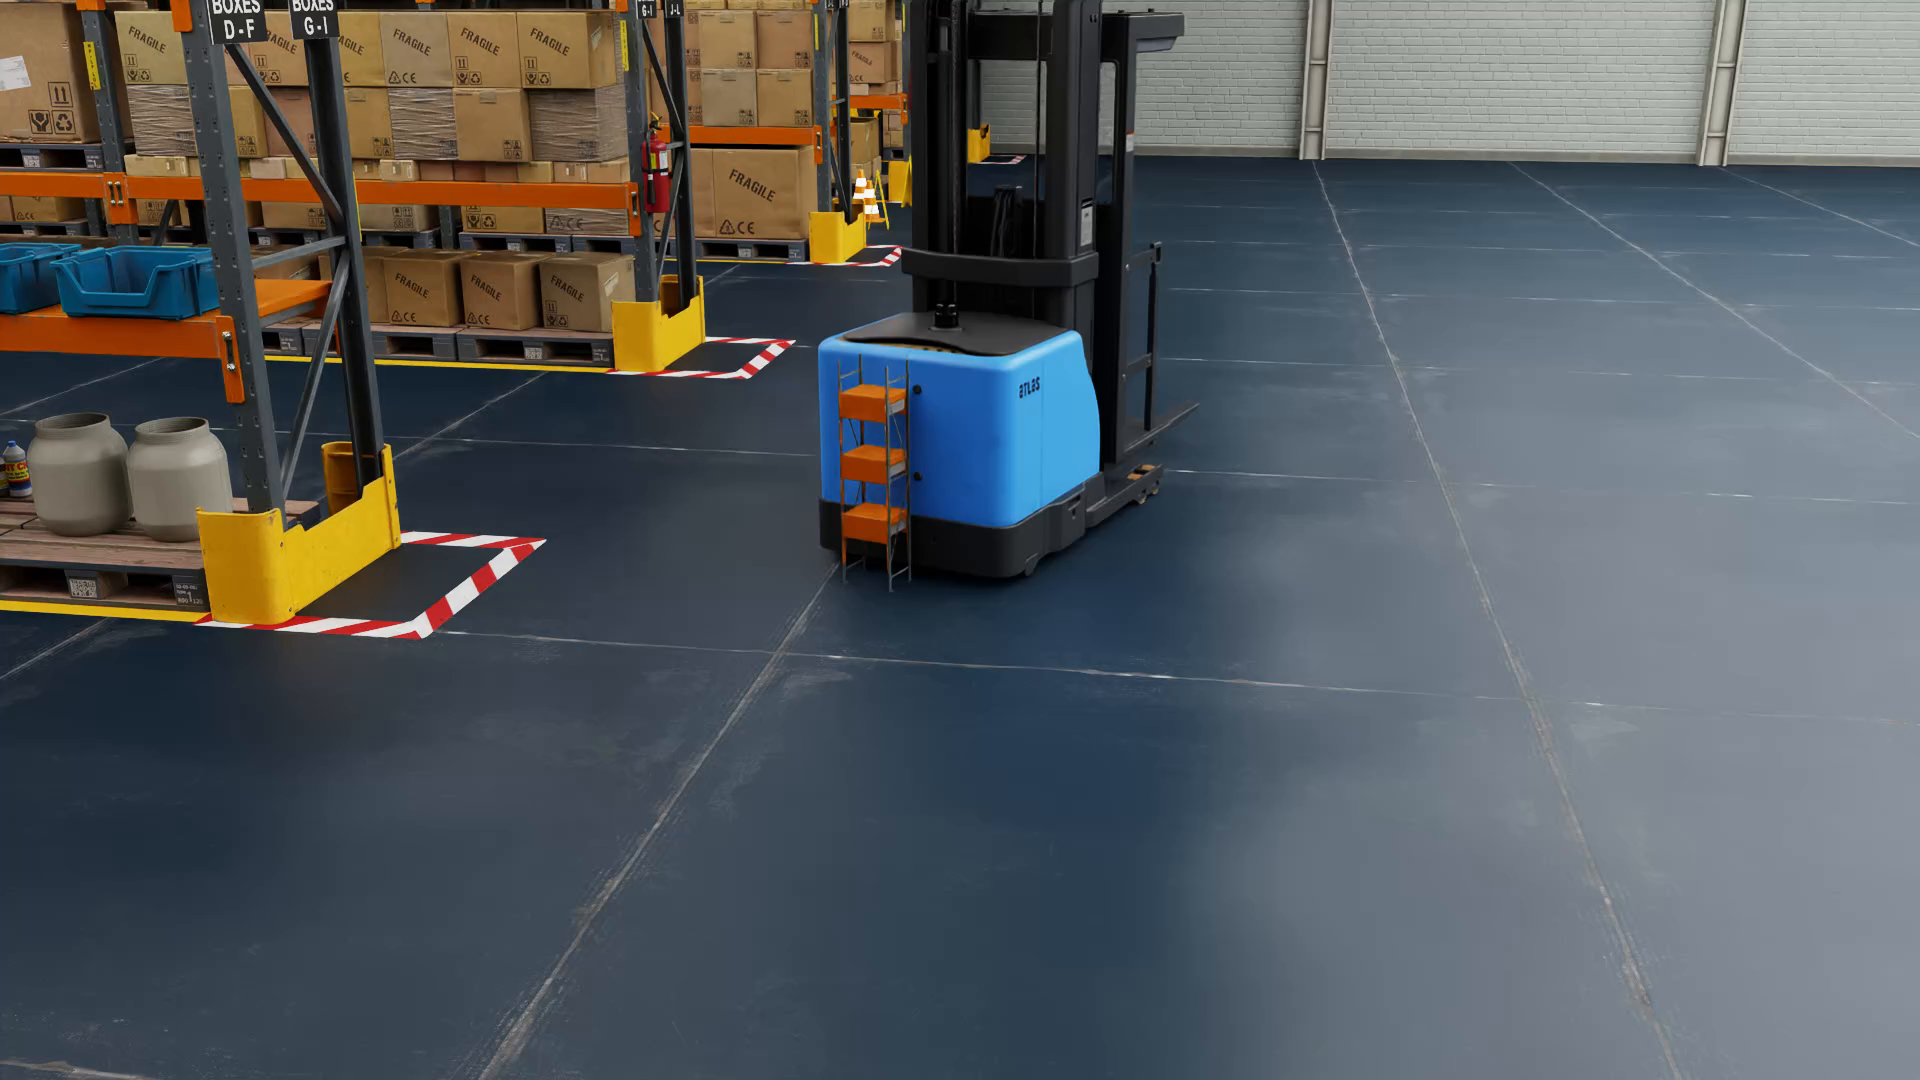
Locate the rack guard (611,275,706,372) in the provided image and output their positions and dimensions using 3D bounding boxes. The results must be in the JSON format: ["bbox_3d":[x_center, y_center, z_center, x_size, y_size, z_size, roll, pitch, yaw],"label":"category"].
[{"bbox_3d":[-2.229,-1.623,12.366,0.348,0.500,1.175,3,19,9],"label":"rack guard"}]

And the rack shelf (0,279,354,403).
[{"bbox_3d":[-4.914,-1.013,7.736,4.000,0.370,1.077,3,19,9],"label":"rack shelf"}]

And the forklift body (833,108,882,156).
[{"bbox_3d":[-1.960,-6.586,24.597,1.214,2.155,2.313,3,19,9],"label":"forklift body"}]

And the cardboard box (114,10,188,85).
[{"bbox_3d":[-5.699,-3.566,12.033,0.500,0.500,0.500,3,19,9],"label":"cardboard box"}]

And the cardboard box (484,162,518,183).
[{"bbox_3d":[-3.214,-2.662,11.927,0.250,0.149,0.380,3,19,9],"label":"cardboard box"}]

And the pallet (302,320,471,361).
[{"bbox_3d":[-4.226,-1.600,12.753,1.213,0.211,1.003,3,19,9],"label":"pallet"}]

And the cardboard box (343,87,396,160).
[{"bbox_3d":[-4.184,-3.085,12.168,0.500,0.500,0.875,3,19,9],"label":"cardboard box"}]

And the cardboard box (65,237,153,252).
[{"bbox_3d":[-6.706,-2.067,12.999,0.500,0.500,0.700,1,19,4],"label":"cardboard box"}]

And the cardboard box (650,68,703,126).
[{"bbox_3d":[-2.720,-4.518,16.841,0.550,0.550,0.875,3,19,9],"label":"cardboard box"}]

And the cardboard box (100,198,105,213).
[{"bbox_3d":[-9.824,-3.885,18.466,0.500,0.500,0.500,2,19,6],"label":"cardboard box"}]

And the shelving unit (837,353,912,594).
[{"bbox_3d":[-0.384,-0.299,7.542,0.252,1.050,0.215,9,21,26],"label":"shelving unit"}]

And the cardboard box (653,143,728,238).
[{"bbox_3d":[-2.816,-3.602,17.028,0.875,0.875,0.875,3,19,8],"label":"cardboard box"}]

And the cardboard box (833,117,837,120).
[{"bbox_3d":[-1.875,-5.313,21.946,0.500,0.500,0.500,2,19,7],"label":"cardboard box"}]

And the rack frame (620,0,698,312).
[{"bbox_3d":[-2.154,-2.805,11.958,0.127,3.000,1.000,3,19,9],"label":"rack frame"}]

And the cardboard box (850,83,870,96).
[{"bbox_3d":[-1.253,-5.720,21.067,0.250,0.149,0.380,3,19,8],"label":"cardboard box"}]

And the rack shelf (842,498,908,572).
[{"bbox_3d":[-0.384,-0.026,7.634,0.240,0.259,0.215,9,21,26],"label":"rack shelf"}]

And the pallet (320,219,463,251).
[{"bbox_3d":[-5.990,-3.248,17.677,1.213,0.211,1.003,3,19,9],"label":"pallet"}]

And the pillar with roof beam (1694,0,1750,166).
[{"bbox_3d":[10.822,-8.674,20.046,0.400,9.000,9.100,3,19,9],"label":"pillar with roof beam"}]

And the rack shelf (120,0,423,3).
[{"bbox_3d":[-7.191,-5.737,17.128,4.000,0.370,1.077,3,19,9],"label":"rack shelf"}]

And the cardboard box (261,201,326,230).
[{"bbox_3d":[-6.796,-3.740,17.637,0.750,0.750,1.050,3,19,9],"label":"cardboard box"}]

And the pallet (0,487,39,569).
[{"bbox_3d":[-5.024,-0.024,8.044,1.213,0.211,1.003,3,19,9],"label":"pallet"}]

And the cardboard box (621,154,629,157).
[{"bbox_3d":[-2.397,-2.775,12.264,0.250,0.149,0.380,3,19,9],"label":"cardboard box"}]

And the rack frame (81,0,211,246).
[{"bbox_3d":[-6.103,-3.006,12.560,0.127,3.000,1.000,3,19,9],"label":"rack frame"}]

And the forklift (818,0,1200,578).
[{"bbox_3d":[0.456,-1.638,8.580,1.130,2.935,3.031,9,21,26],"label":"forklift"}]

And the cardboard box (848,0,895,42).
[{"bbox_3d":[-1.121,-6.529,20.888,0.500,0.500,0.700,2,19,7],"label":"cardboard box"}]

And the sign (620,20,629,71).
[{"bbox_3d":[-2.262,-3.331,11.208,0.005,0.325,0.100,3,19,9],"label":"sign"}]

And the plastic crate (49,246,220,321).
[{"bbox_3d":[-3.481,-1.114,7.140,0.616,0.251,0.499,3,19,9],"label":"plastic crate"}]

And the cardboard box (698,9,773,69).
[{"bbox_3d":[-2.185,-4.966,16.481,0.550,0.550,0.875,3,19,9],"label":"cardboard box"}]

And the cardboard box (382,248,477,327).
[{"bbox_3d":[-3.978,-1.912,12.568,0.500,0.500,0.500,5,19,14],"label":"cardboard box"}]

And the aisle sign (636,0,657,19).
[{"bbox_3d":[-2.140,-3.940,11.256,0.004,0.787,0.394,3,19,9],"label":"aisle sign"}]

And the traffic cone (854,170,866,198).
[{"bbox_3d":[-1.211,-4.324,20.497,0.334,0.463,0.336,3,19,9],"label":"traffic cone"}]

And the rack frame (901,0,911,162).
[{"bbox_3d":[-0.582,-5.909,21.237,0.127,3.000,1.000,3,19,9],"label":"rack frame"}]

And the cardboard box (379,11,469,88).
[{"bbox_3d":[-3.724,-3.467,11.735,0.500,0.500,0.500,3,19,9],"label":"cardboard box"}]

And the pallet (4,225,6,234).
[{"bbox_3d":[-11.138,-3.536,18.538,1.213,0.211,1.003,3,19,9],"label":"pallet"}]

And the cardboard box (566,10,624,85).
[{"bbox_3d":[-2.654,-3.580,12.075,0.500,0.500,0.500,3,19,9],"label":"cardboard box"}]

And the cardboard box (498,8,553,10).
[{"bbox_3d":[-4.296,-5.118,16.932,0.550,0.550,0.875,3,19,9],"label":"cardboard box"}]

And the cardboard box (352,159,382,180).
[{"bbox_3d":[-4.201,-2.712,12.078,0.250,0.149,0.380,3,19,9],"label":"cardboard box"}]

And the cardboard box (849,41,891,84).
[{"bbox_3d":[-1.161,-6.039,20.998,0.500,0.500,0.500,3,19,8],"label":"cardboard box"}]

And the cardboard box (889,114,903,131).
[{"bbox_3d":[-0.822,-6.552,26.042,0.500,0.250,0.500,3,19,8],"label":"cardboard box"}]

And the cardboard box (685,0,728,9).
[{"bbox_3d":[-3.139,-6.617,21.150,0.500,0.500,0.700,3,19,7],"label":"cardboard box"}]

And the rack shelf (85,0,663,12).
[{"bbox_3d":[-4.128,-3.987,11.897,4.000,0.370,1.077,3,19,9],"label":"rack shelf"}]

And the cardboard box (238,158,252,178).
[{"bbox_3d":[-5.194,-2.752,12.196,0.250,0.149,0.380,3,19,9],"label":"cardboard box"}]

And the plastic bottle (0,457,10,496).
[{"bbox_3d":[-4.782,-0.329,8.275,0.097,0.201,0.097,0,18,0],"label":"plastic bottle"}]
